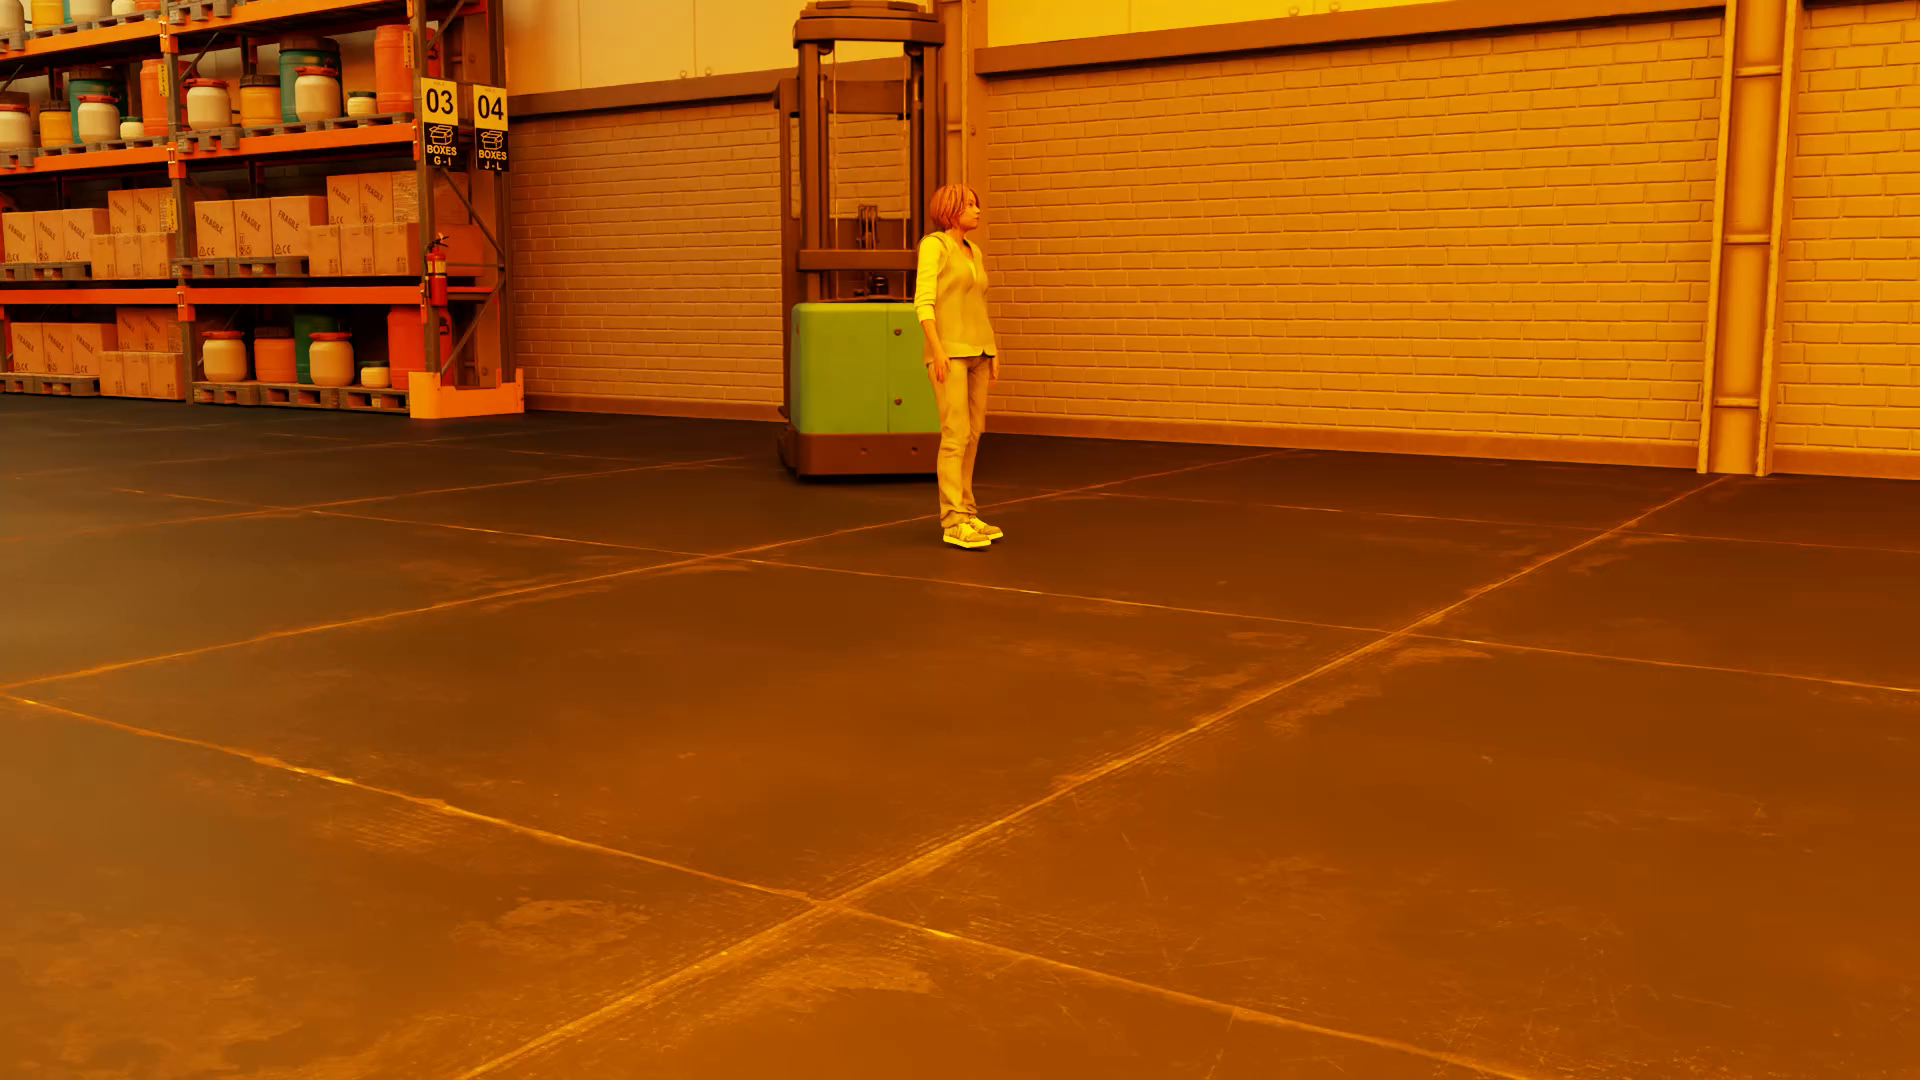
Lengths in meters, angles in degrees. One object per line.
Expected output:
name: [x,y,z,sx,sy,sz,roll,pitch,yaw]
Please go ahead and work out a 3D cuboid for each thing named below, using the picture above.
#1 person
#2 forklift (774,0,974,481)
person: [0.054,-0.790,7.438,0.473,1.599,0.521,5,10,34]
forklift: [-0.664,-1.982,11.131,1.130,2.935,3.031,-1,8,-9]
